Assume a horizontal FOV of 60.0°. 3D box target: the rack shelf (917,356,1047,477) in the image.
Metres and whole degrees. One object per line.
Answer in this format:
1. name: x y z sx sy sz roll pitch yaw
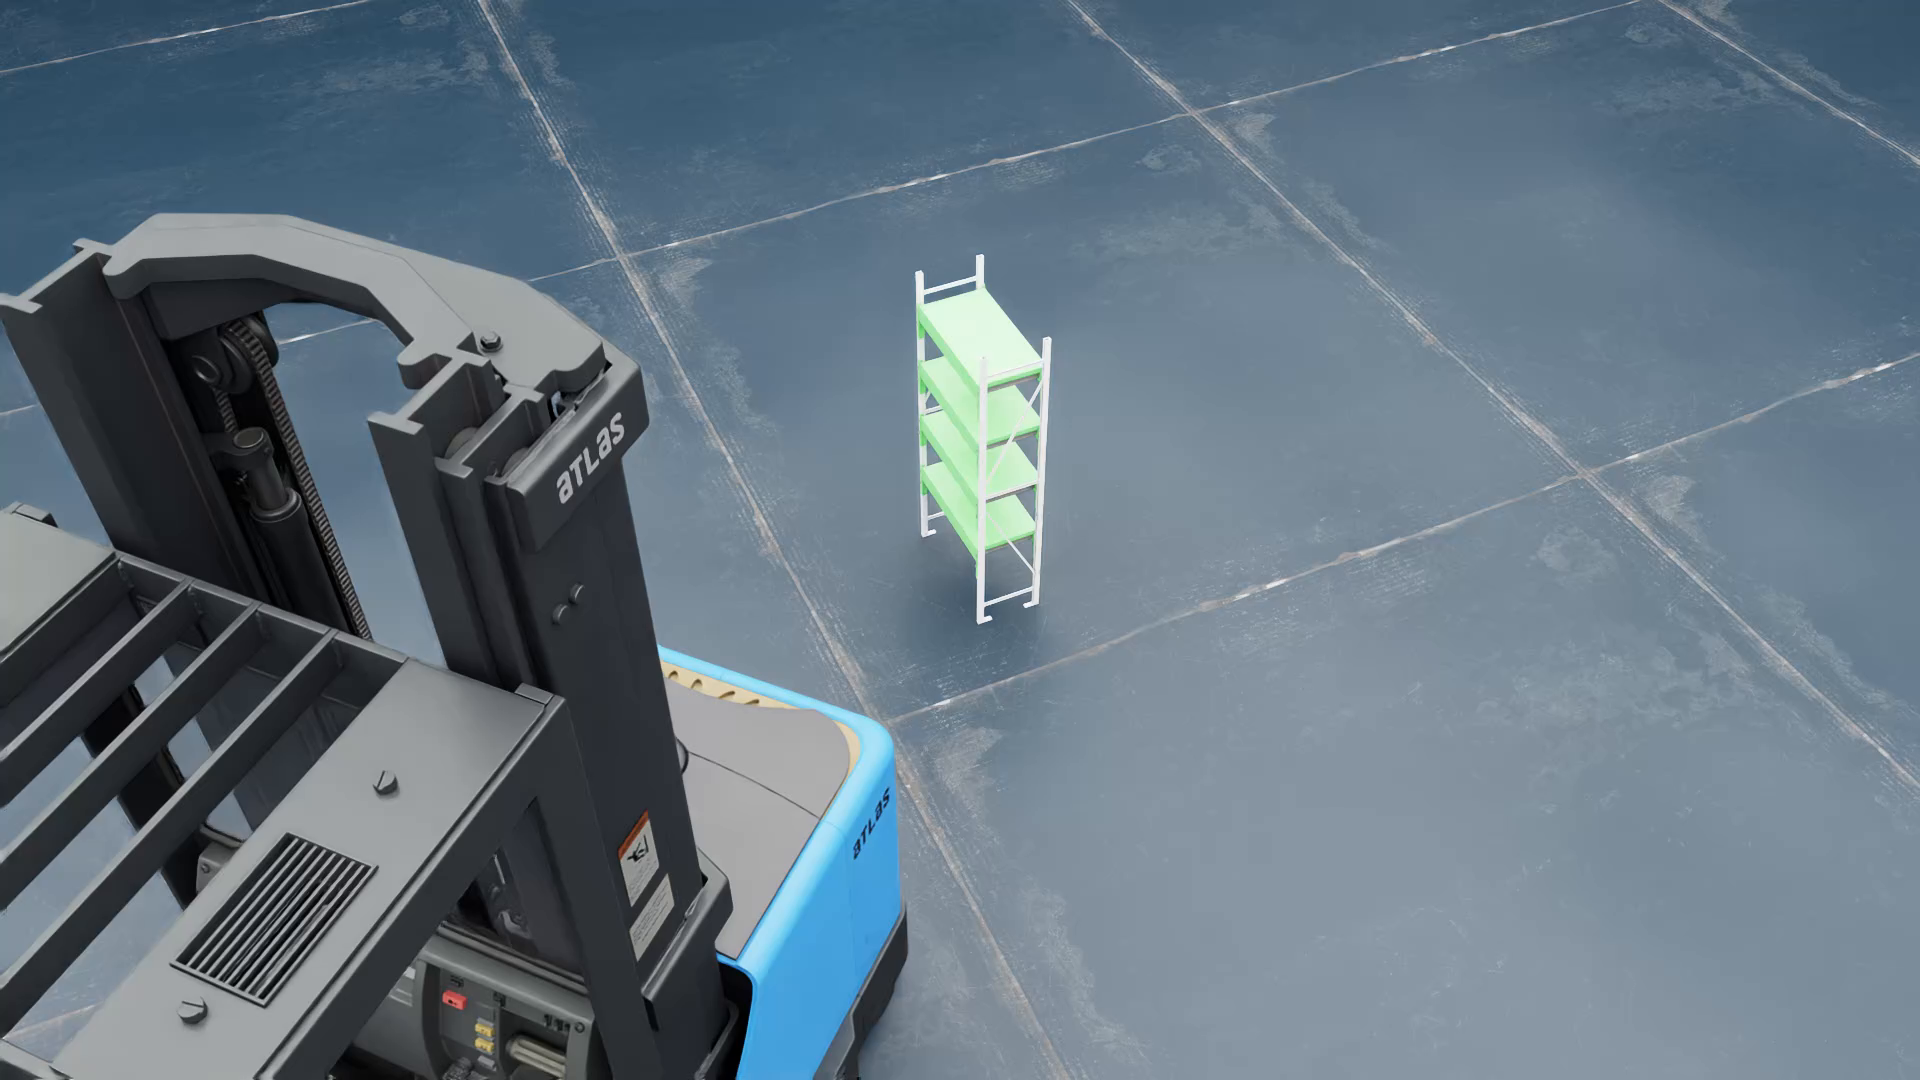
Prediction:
1. rack shelf: 0.070 -0.447 5.598 0.258 0.148 0.480 -18 47 -17

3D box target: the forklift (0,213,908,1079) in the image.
1. forklift: -1.204 1.012 3.138 1.130 2.935 3.031 17 47 16

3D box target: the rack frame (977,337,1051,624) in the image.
1. rack frame: 0.172 -0.166 5.564 0.240 1.200 0.015 -18 47 -17

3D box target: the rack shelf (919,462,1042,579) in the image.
1. rack shelf: 0.070 -0.105 5.935 0.258 0.148 0.480 -18 47 -17

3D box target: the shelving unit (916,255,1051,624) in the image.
1. shelving unit: 0.070 -0.322 5.722 0.258 1.200 0.503 -18 47 -17

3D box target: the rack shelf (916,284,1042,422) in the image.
1. rack shelf: 0.070 -0.618 5.429 0.258 0.148 0.480 -18 47 -17

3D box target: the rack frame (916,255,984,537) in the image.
1. rack frame: -0.033 -0.477 5.879 0.240 1.200 0.015 -18 47 -17

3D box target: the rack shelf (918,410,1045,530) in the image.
1. rack shelf: 0.070 -0.276 5.767 0.258 0.148 0.480 -18 47 -17
